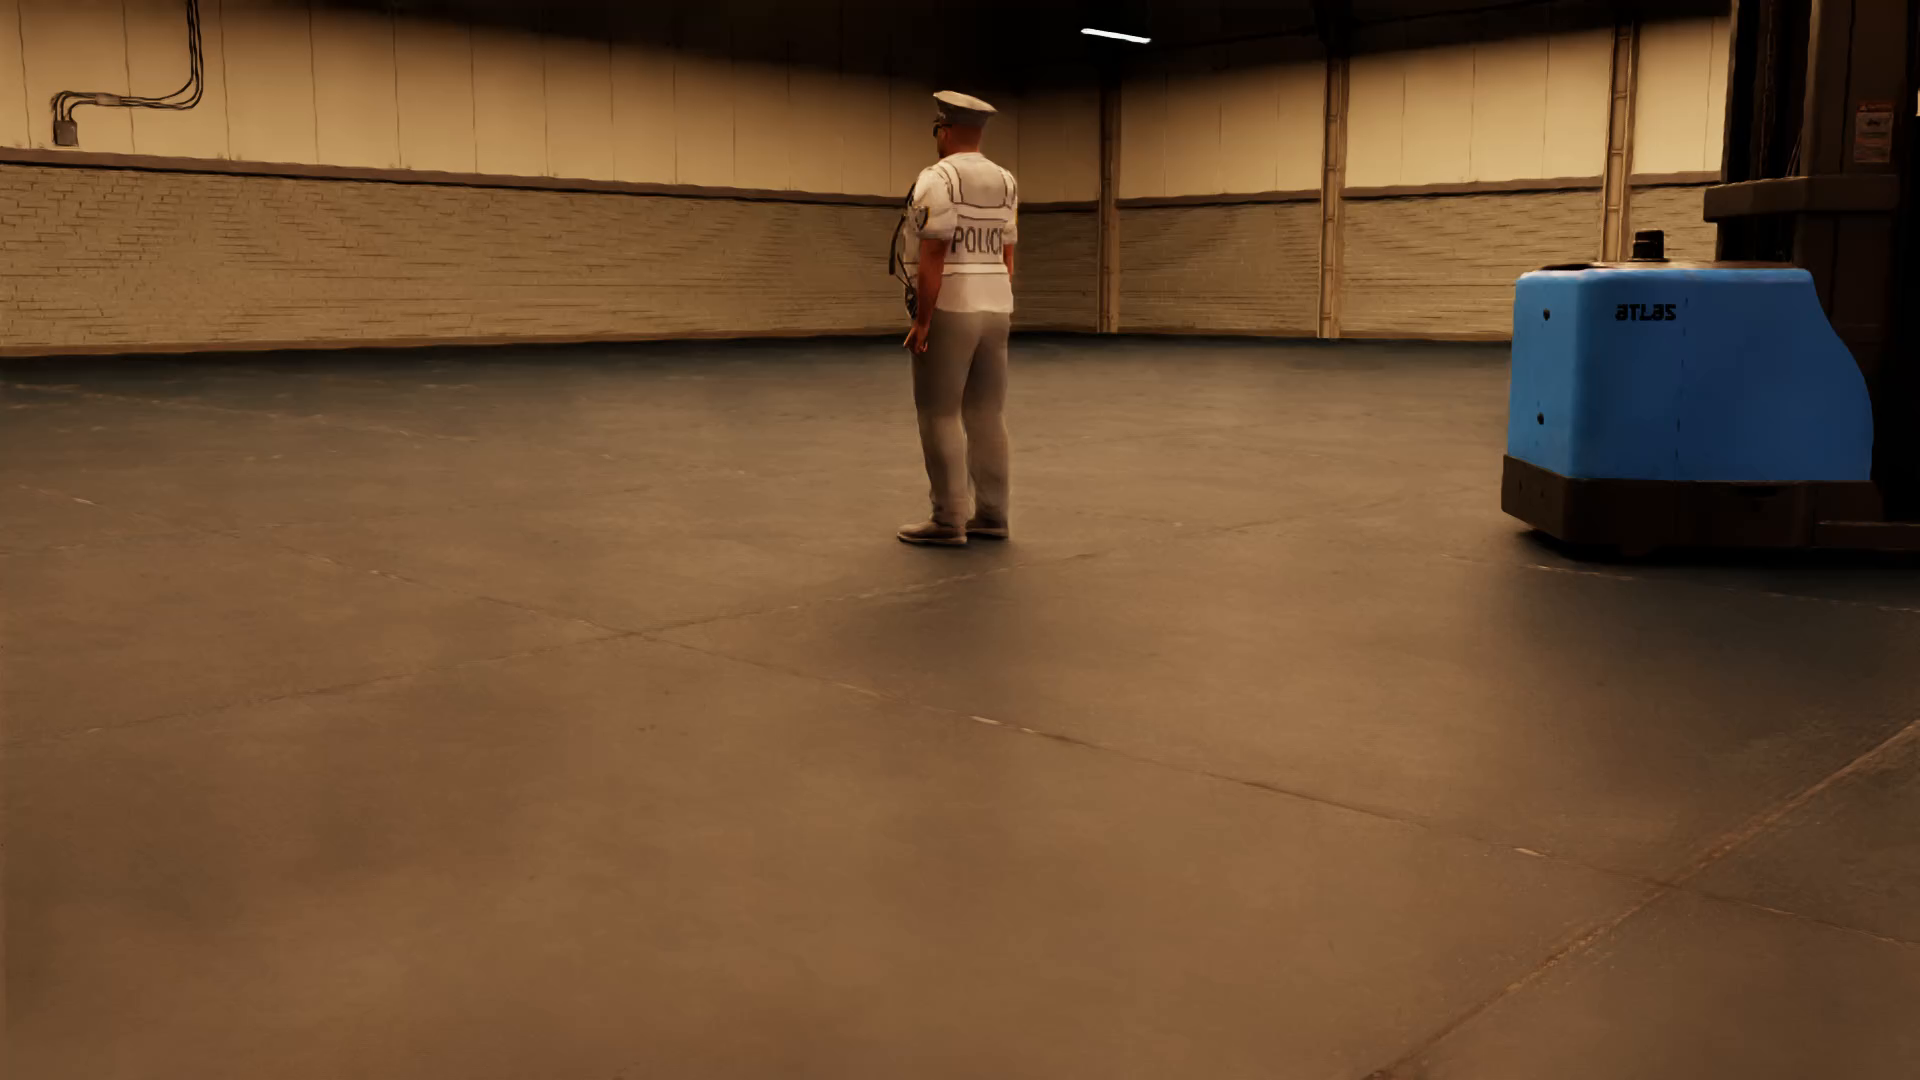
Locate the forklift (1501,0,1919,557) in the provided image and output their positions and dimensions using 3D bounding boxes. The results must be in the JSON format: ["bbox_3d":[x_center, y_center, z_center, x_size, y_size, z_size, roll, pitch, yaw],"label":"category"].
[{"bbox_3d":[3.784,-1.426,6.342,3.031,2.935,1.130,0,9,3],"label":"forklift"}]

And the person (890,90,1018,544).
[{"bbox_3d":[-0.012,-0.877,6.596,0.396,1.773,0.523,8,12,43],"label":"person"}]
